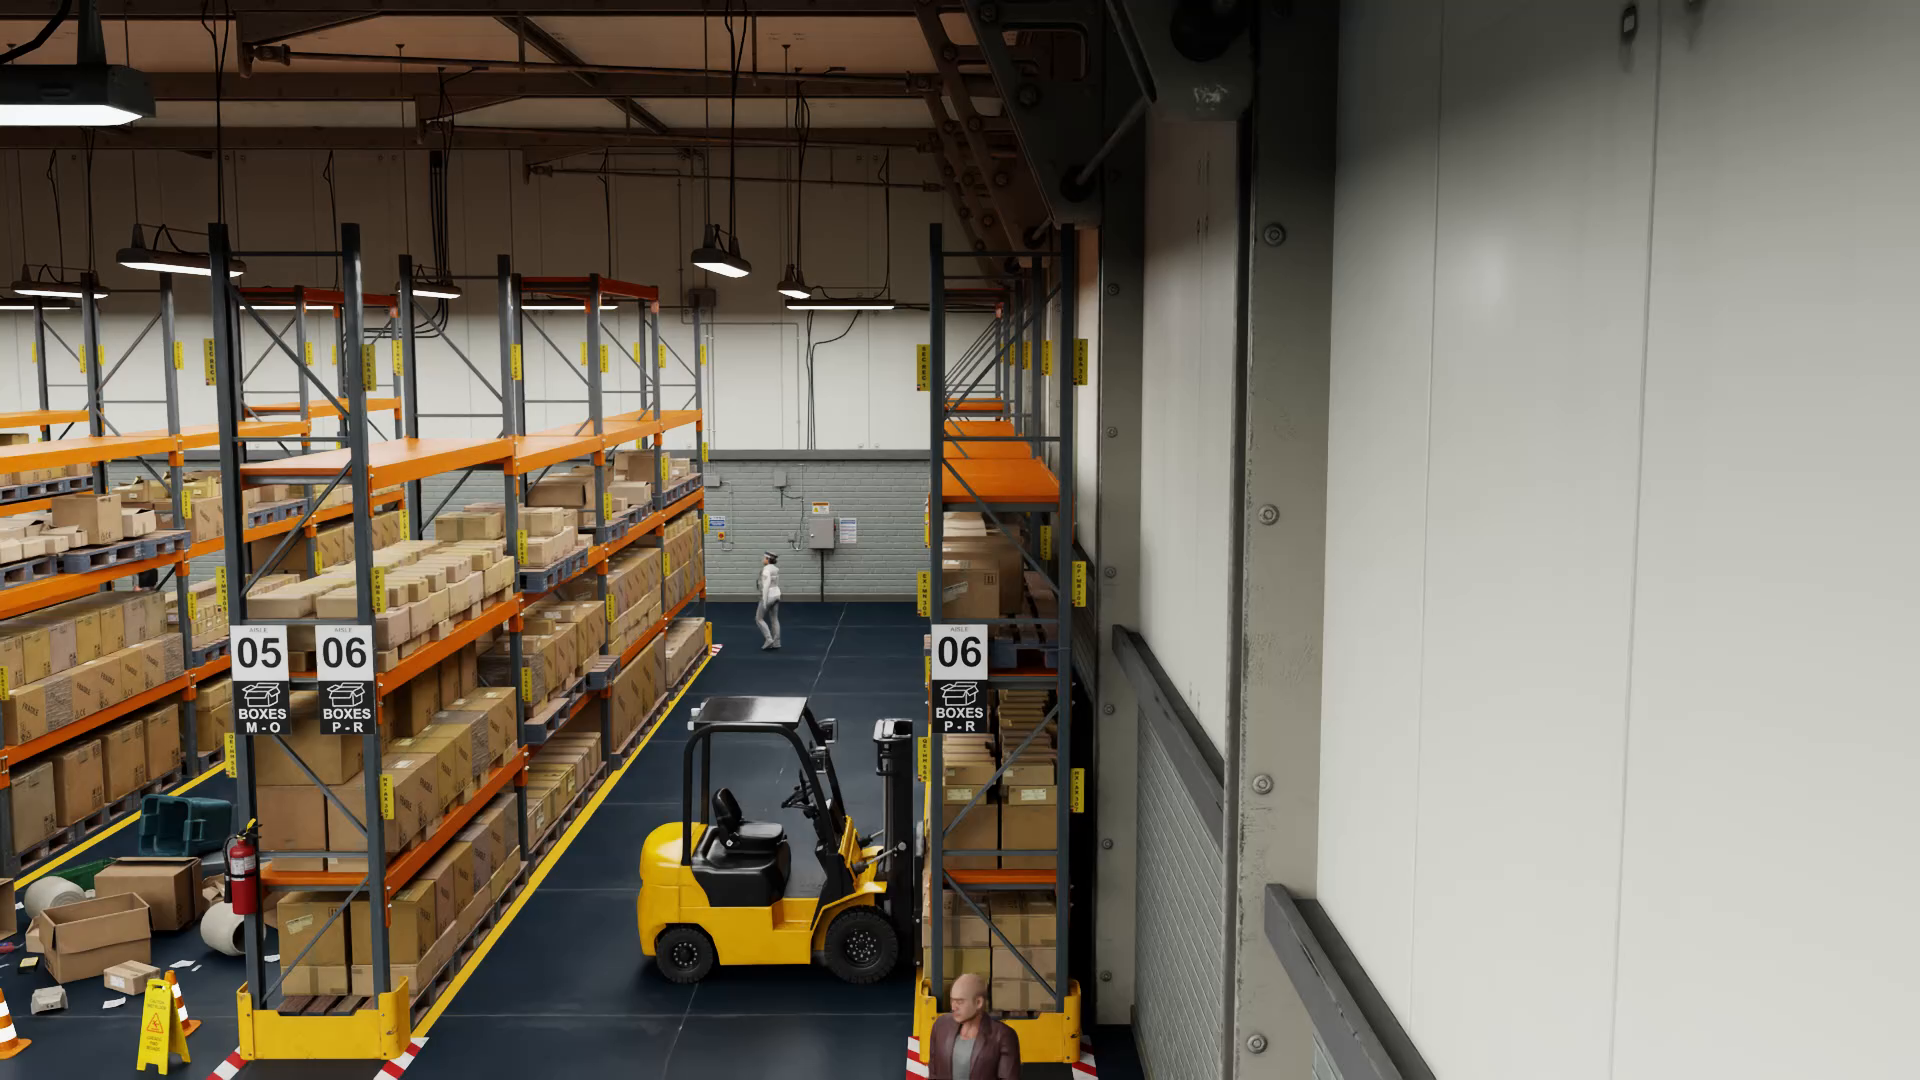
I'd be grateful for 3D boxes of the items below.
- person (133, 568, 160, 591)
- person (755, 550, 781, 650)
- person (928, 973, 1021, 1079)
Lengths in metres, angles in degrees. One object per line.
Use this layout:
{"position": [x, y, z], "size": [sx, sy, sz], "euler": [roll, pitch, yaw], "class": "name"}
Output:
{"position": [-14.451, 0.851, 29.585], "size": [0.429, 1.728, 0.566], "euler": [0, 7, 1], "class": "person"}
{"position": [-3.270, 1.025, 28.439], "size": [0.426, 1.708, 0.542], "euler": [3, 7, 26], "class": "person"}
{"position": [0.030, 3.256, 9.006], "size": [0.605, 1.760, 0.890], "euler": [3, 7, 21], "class": "person"}
